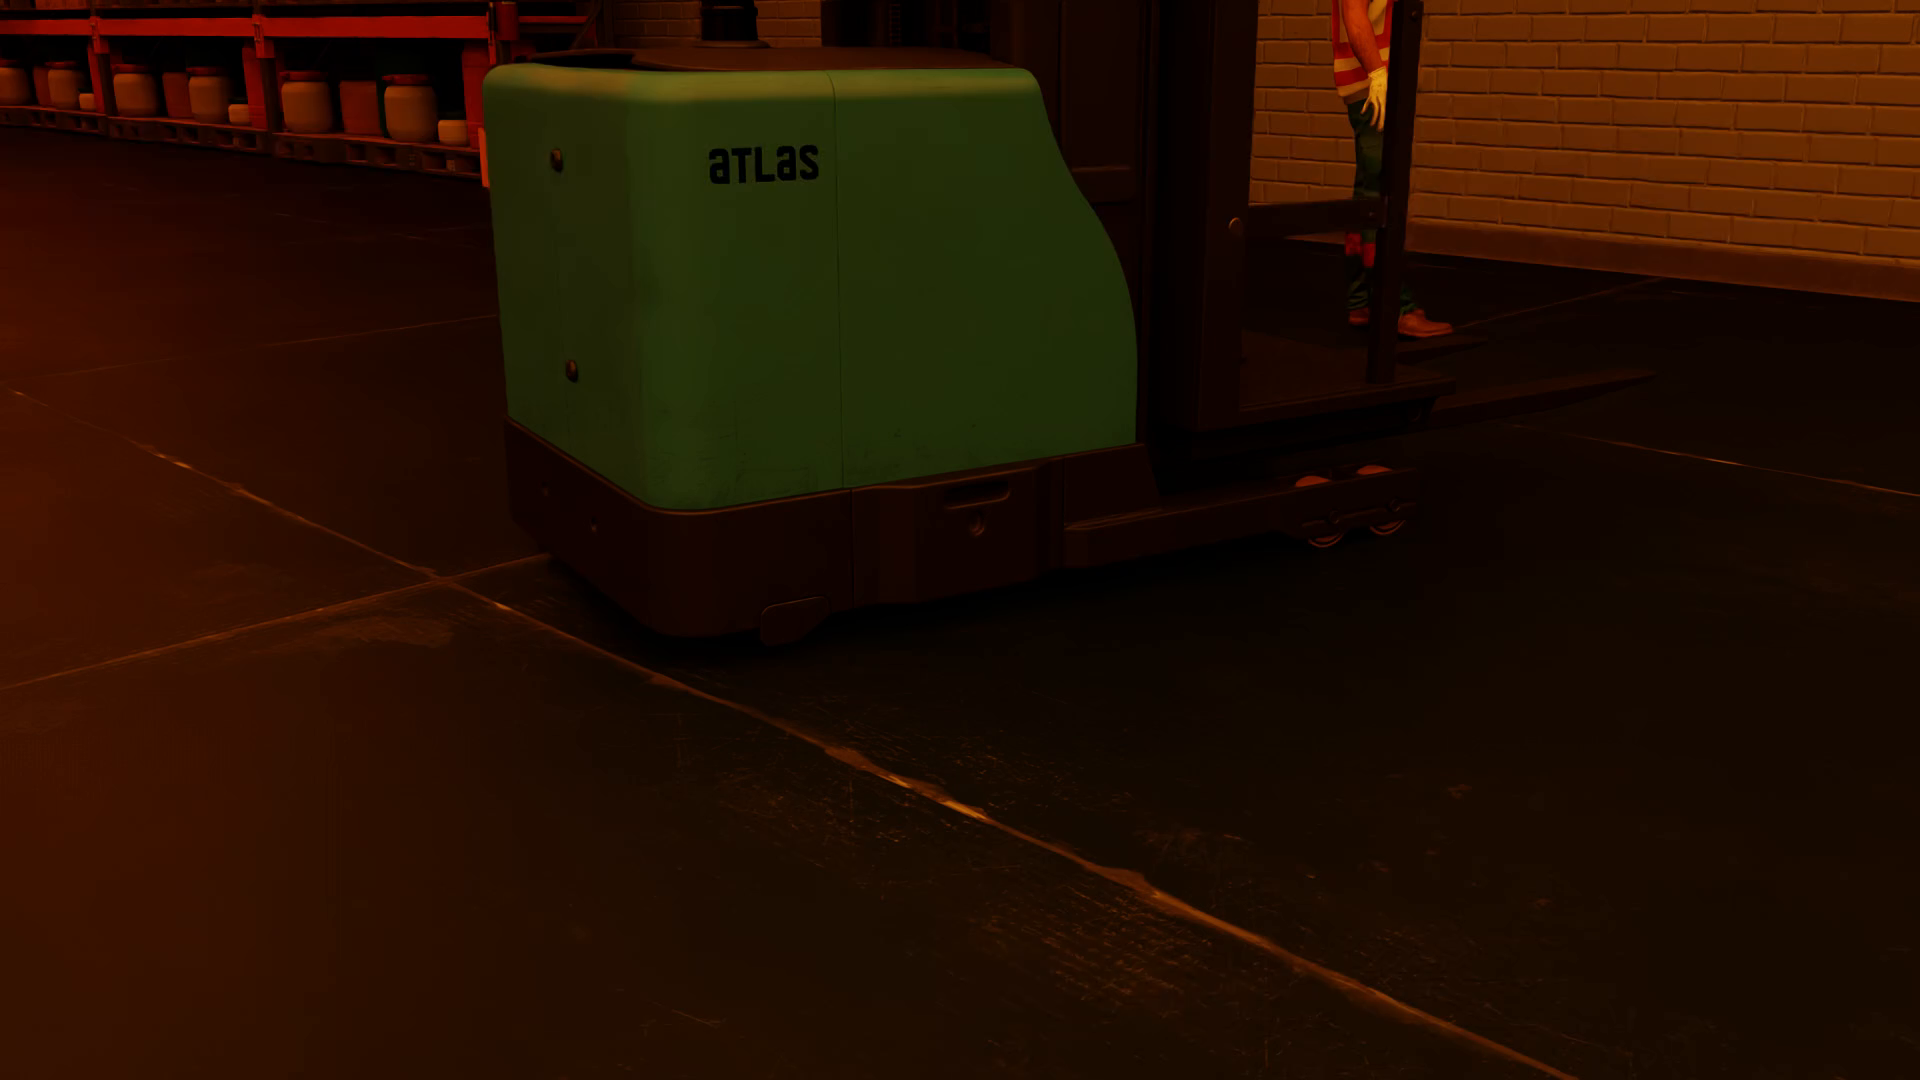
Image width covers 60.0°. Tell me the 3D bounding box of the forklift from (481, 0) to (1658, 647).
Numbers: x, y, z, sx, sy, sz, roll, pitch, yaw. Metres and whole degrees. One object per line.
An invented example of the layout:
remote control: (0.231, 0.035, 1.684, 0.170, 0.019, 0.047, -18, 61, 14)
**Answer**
forklift: (0.489, -1.504, 3.797, 3.031, 2.935, 1.130, -10, 20, -30)

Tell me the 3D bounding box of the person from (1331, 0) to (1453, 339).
person: (1.690, -1.708, 6.377, 0.565, 1.787, 0.639, 6, 18, 19)
